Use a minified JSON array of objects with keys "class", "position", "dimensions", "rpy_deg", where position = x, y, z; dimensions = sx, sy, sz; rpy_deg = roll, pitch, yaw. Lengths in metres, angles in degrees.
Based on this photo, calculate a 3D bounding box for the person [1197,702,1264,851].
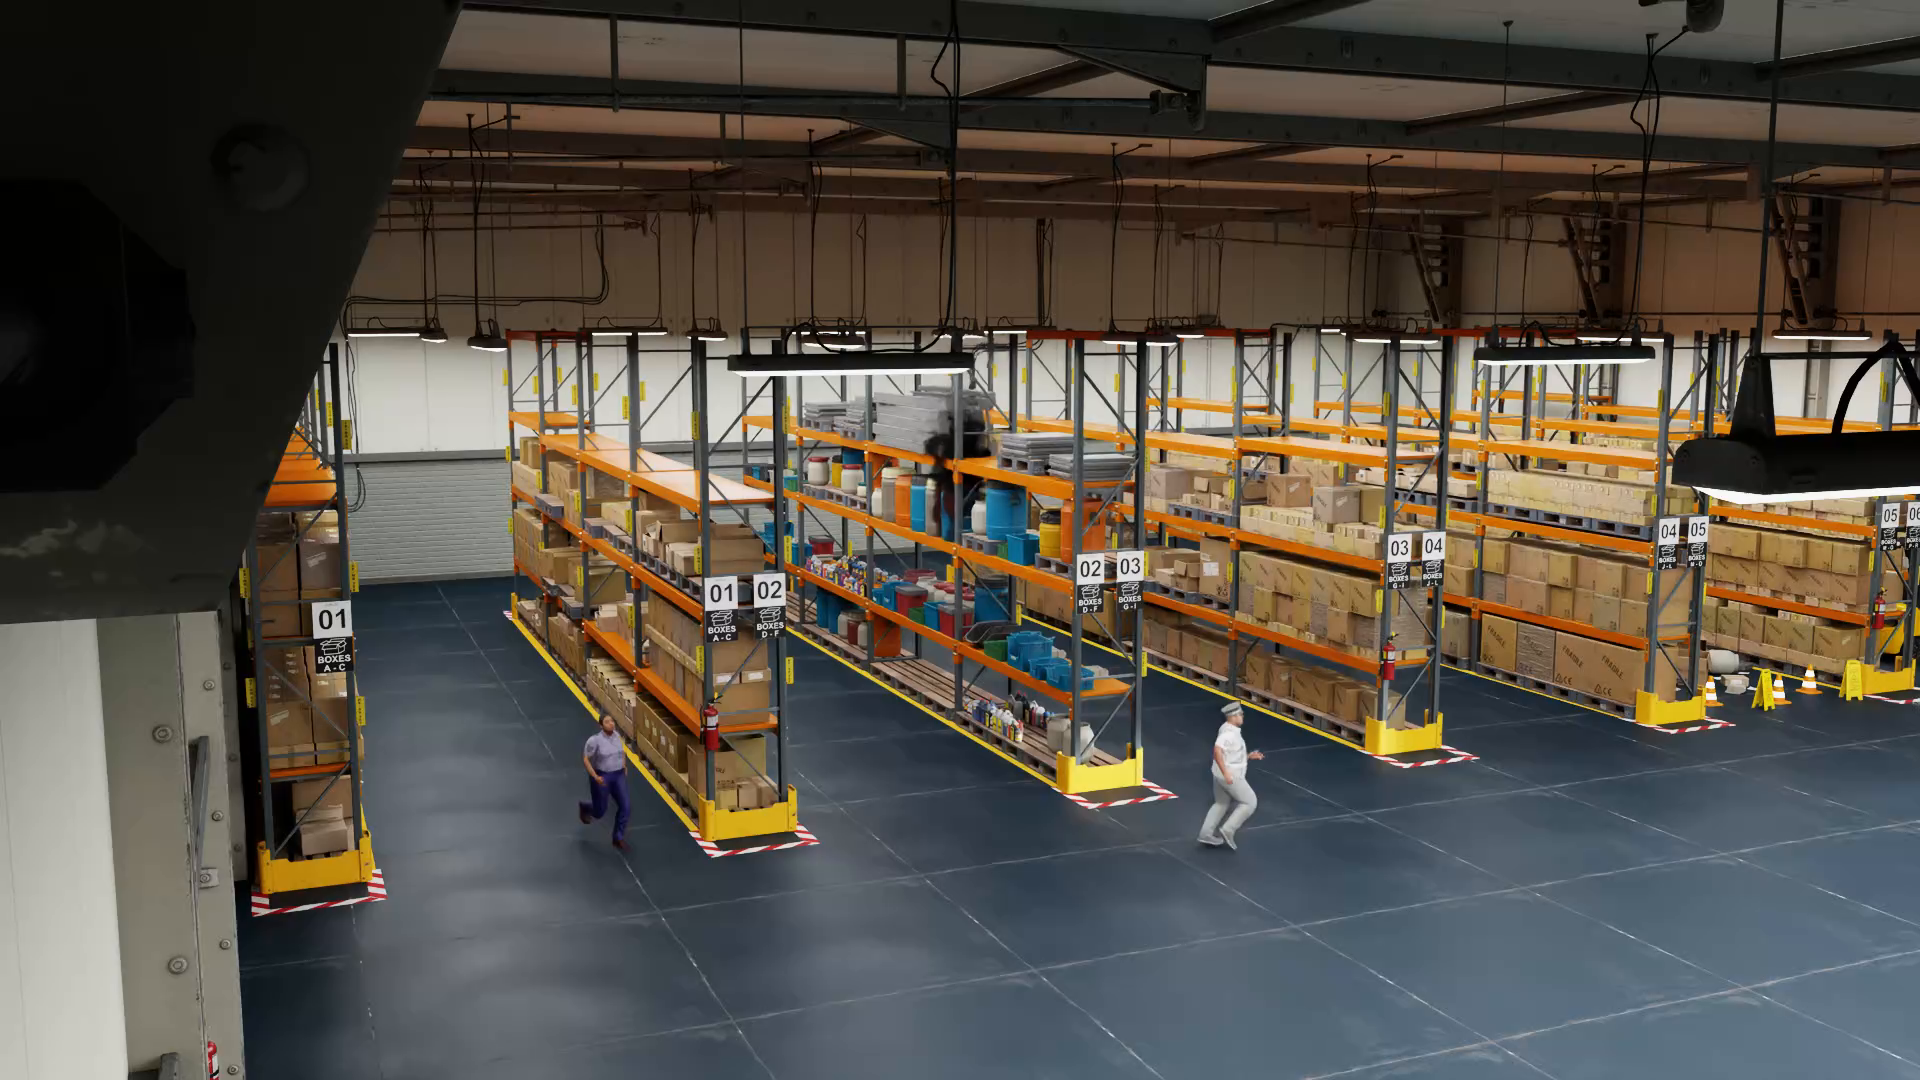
[{"class":"person","position":[3.234,2.795,19.714],"dimensions":[0.781,1.780,0.631],"rpy_deg":[-1,8,-5]}]

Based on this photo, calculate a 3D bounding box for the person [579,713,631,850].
[{"class":"person","position":[-4.238,2.867,19.918],"dimensions":[0.607,1.615,0.810],"rpy_deg":[-7,10,-42]}]

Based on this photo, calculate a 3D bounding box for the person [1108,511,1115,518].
[{"class":"person","position":[3.621,0.133,39.517],"dimensions":[0.622,1.692,0.878],"rpy_deg":[-3,8,-21]}]
